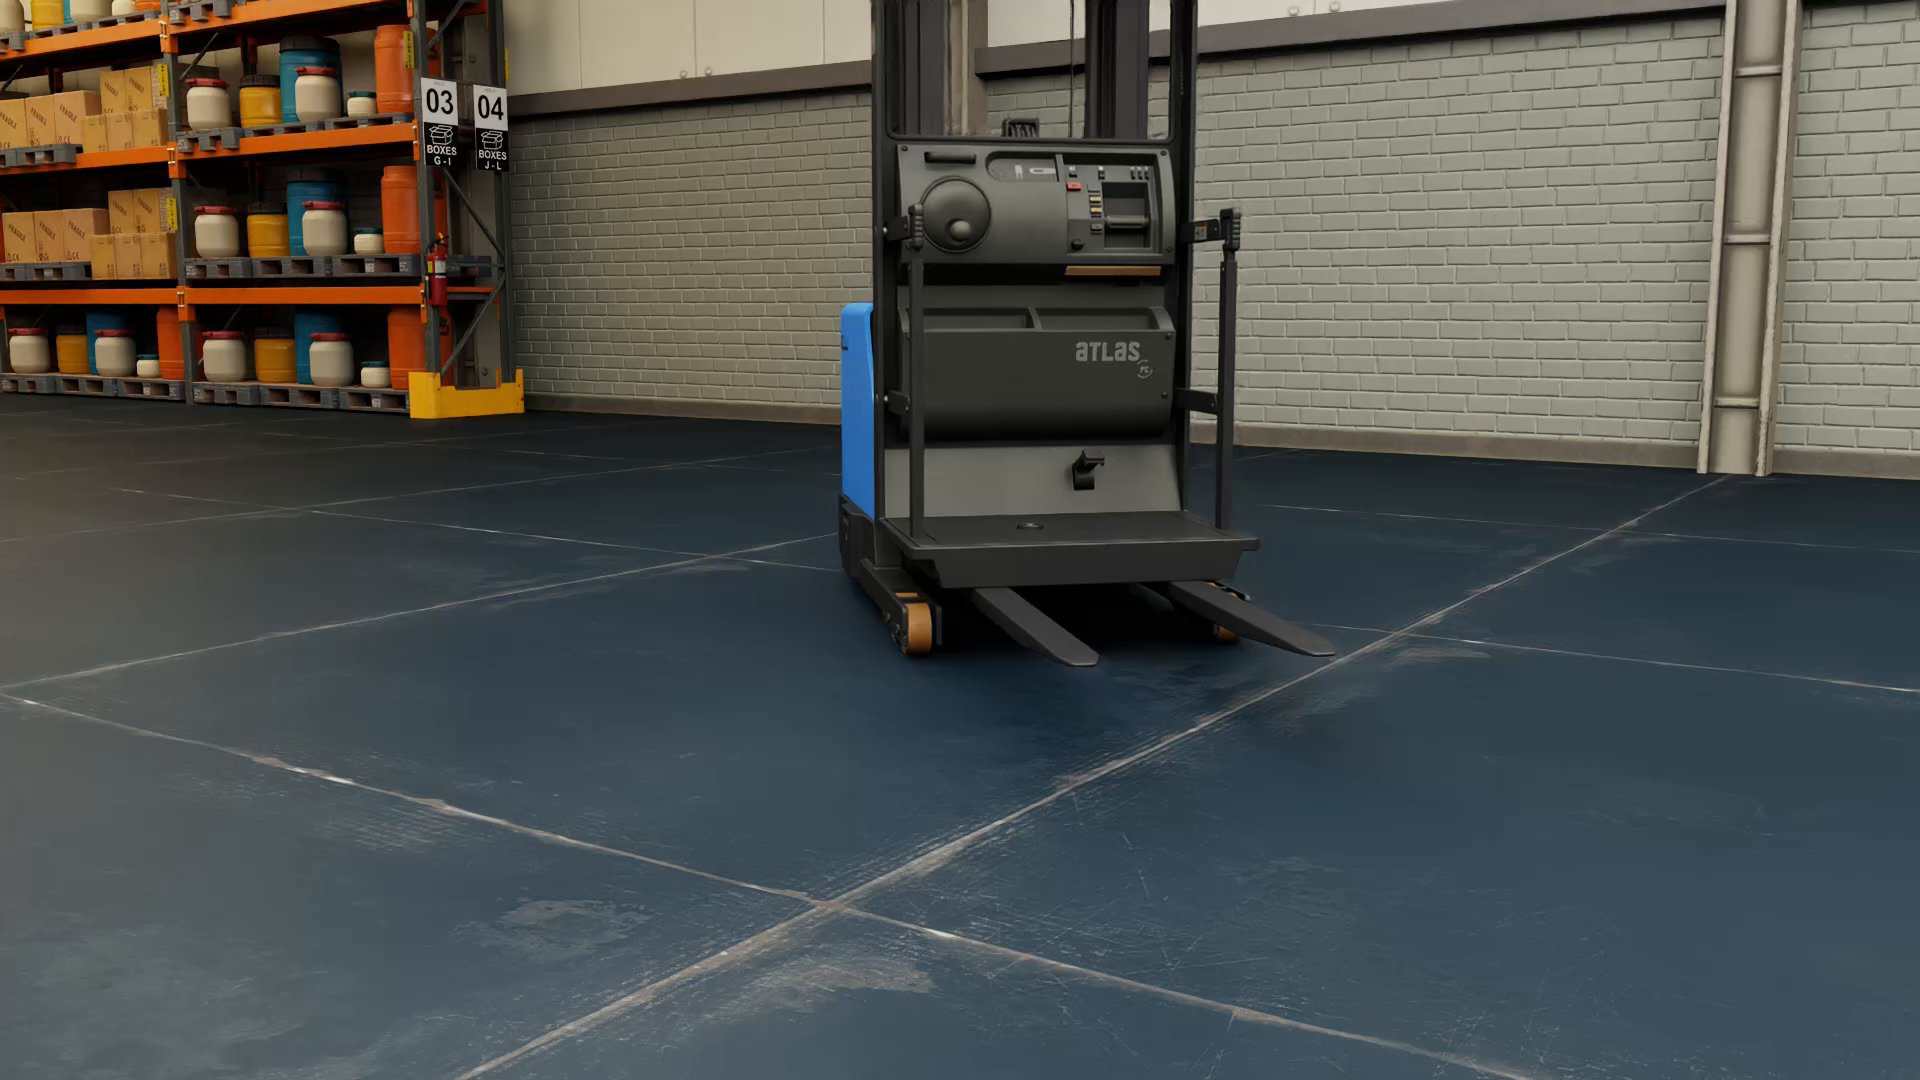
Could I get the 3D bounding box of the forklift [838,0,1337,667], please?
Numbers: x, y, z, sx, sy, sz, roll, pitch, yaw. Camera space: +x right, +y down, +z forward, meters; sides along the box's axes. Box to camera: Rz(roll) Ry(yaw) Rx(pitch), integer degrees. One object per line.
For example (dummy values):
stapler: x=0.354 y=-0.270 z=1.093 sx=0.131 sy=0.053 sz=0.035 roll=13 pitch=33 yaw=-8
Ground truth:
forklift: x=0.300 y=-1.153 z=5.299 sx=1.130 sy=2.935 sz=3.031 roll=-2 pitch=8 yaw=-11
